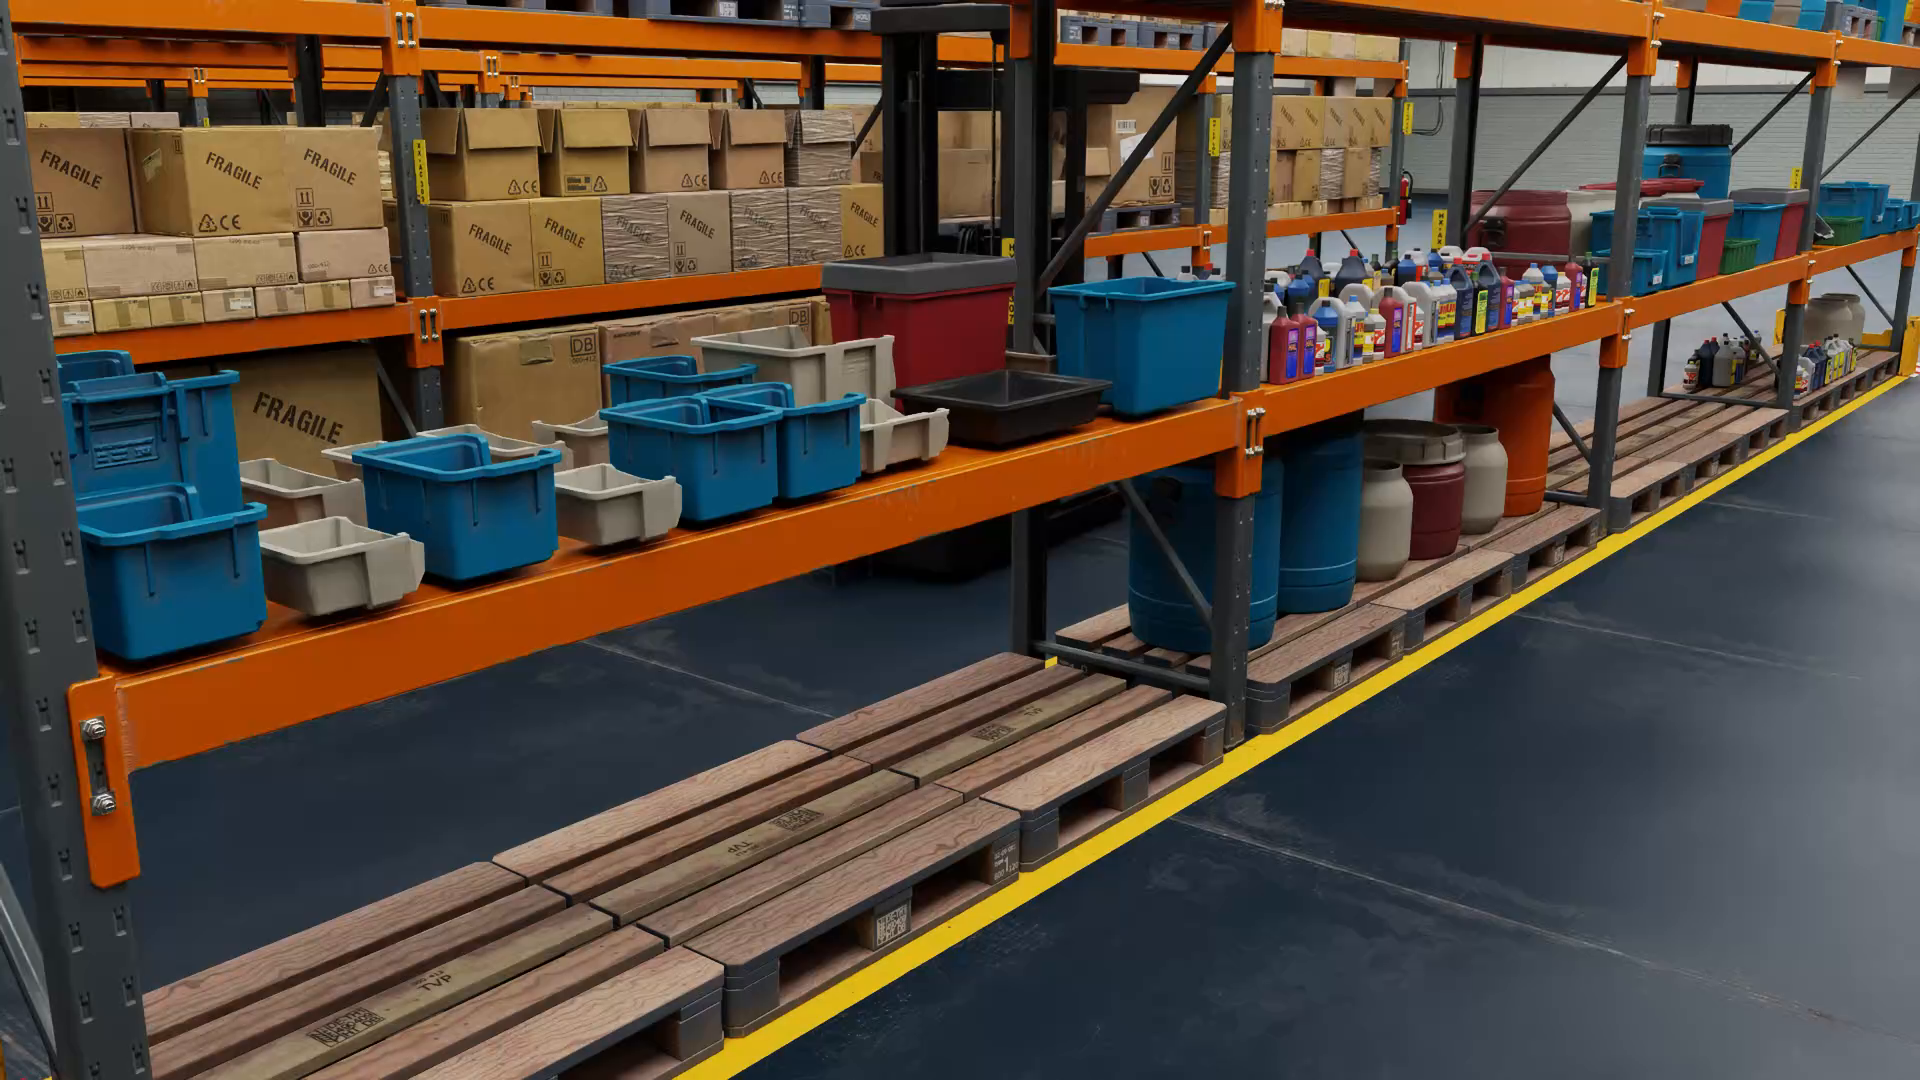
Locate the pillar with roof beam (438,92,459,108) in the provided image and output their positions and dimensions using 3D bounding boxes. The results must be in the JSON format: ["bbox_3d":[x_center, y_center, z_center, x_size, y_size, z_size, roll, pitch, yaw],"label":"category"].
[{"bbox_3d":[-5.044,-8.381,23.839,9.100,9.000,0.400,11,18,38],"label":"pillar with roof beam"}]

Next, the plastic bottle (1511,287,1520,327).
[{"bbox_3d":[2.559,-1.101,7.767,0.097,0.201,0.097,0,14,0],"label":"plastic bottle"}]

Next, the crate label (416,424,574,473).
[{"bbox_3d":[-1.165,-0.198,4.224,0.396,0.136,0.243,11,18,38],"label":"crate label"}]

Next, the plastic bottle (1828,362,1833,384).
[{"bbox_3d":[6.800,-1.334,13.074,0.097,0.201,0.097,0,14,0],"label":"plastic bottle"}]

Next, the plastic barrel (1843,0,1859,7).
[{"bbox_3d":[6.364,-4.375,12.288,0.600,0.901,0.708,11,18,38],"label":"plastic barrel"}]

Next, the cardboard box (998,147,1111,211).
[{"bbox_3d":[0.786,-2.974,13.676,0.797,0.503,0.637,14,20,43],"label":"cardboard box"}]

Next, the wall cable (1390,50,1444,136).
[{"bbox_3d":[13.343,-13.647,50.875,3.097,2.526,0.112,11,18,38],"label":"wall cable"}]

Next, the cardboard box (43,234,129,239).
[{"bbox_3d":[-4.362,-1.362,8.094,0.500,0.250,0.500,12,18,39],"label":"cardboard box"}]

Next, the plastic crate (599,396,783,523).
[{"bbox_3d":[-0.648,-0.199,4.031,0.416,0.233,0.300,11,18,38],"label":"plastic crate"}]

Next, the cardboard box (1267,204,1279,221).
[{"bbox_3d":[2.814,-3.129,15.857,0.380,0.149,0.250,11,18,38],"label":"cardboard box"}]

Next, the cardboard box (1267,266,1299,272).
[{"bbox_3d":[3.563,-2.588,17.443,0.500,0.500,0.500,-10,17,-35],"label":"cardboard box"}]

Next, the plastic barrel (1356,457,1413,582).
[{"bbox_3d":[1.852,-0.098,7.615,0.421,0.512,0.421,0,14,0],"label":"plastic barrel"}]

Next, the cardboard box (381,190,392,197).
[{"bbox_3d":[-4.936,-2.860,13.947,0.380,0.149,0.250,11,18,37],"label":"cardboard box"}]

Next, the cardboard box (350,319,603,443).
[{"bbox_3d":[-2.838,-0.834,9.777,1.225,0.875,0.875,11,18,38],"label":"cardboard box"}]

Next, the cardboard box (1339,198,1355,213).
[{"bbox_3d":[3.855,-3.476,17.222,0.380,0.149,0.250,11,18,38],"label":"cardboard box"}]

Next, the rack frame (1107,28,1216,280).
[{"bbox_3d":[1.803,-3.067,15.103,1.000,3.000,0.127,11,18,38],"label":"rack frame"}]

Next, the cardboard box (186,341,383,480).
[{"bbox_3d":[-3.702,-0.595,8.833,0.875,0.875,0.875,11,18,38],"label":"cardboard box"}]

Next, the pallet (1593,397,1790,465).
[{"bbox_3d":[5.192,-0.792,11.814,1.003,0.211,1.213,11,18,38],"label":"pallet"}]

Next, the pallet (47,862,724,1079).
[{"bbox_3d":[-1.338,1.197,3.981,1.003,0.211,1.213,11,18,38],"label":"pallet"}]

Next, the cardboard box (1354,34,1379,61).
[{"bbox_3d":[3.900,-4.986,16.871,0.500,0.250,0.500,11,18,38],"label":"cardboard box"}]

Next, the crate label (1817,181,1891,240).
[{"bbox_3d":[7.223,-2.689,13.545,0.502,0.435,0.616,11,18,38],"label":"crate label"}]

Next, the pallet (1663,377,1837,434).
[{"bbox_3d":[6.110,-1.071,12.910,1.003,0.211,1.213,11,18,38],"label":"pallet"}]

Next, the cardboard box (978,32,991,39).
[{"bbox_3d":[0.106,-3.831,12.323,0.500,0.250,0.500,12,18,39],"label":"cardboard box"}]

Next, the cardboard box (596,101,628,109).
[{"bbox_3d":[-4.785,-5.515,21.901,0.700,0.500,0.500,11,18,36],"label":"cardboard box"}]

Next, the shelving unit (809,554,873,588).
[{"bbox_3d":[-0.615,-0.311,8.191,0.252,1.050,0.215,-17,22,-41],"label":"shelving unit"}]

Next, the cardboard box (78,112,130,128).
[{"bbox_3d":[-8.856,-4.128,17.048,0.500,0.500,0.500,12,18,39],"label":"cardboard box"}]

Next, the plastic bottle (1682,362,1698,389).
[{"bbox_3d":[5.641,-1.275,12.840,0.097,0.201,0.097,0,14,0],"label":"plastic bottle"}]

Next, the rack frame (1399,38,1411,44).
[{"bbox_3d":[4.317,-6.741,17.380,1.000,3.000,0.127,11,18,38],"label":"rack frame"}]

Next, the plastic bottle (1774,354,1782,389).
[{"bbox_3d":[6.374,-1.342,12.802,0.144,0.351,0.185,11,18,38],"label":"plastic bottle"}]

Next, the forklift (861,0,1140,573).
[{"bbox_3d":[0.307,-1.567,9.337,1.130,2.935,3.031,9,17,30],"label":"forklift"}]

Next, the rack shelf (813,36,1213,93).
[{"bbox_3d":[0.546,-3.789,13.315,1.077,0.370,4.000,11,18,38],"label":"rack shelf"}]

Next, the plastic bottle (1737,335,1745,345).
[{"bbox_3d":[6.509,-1.574,13.873,0.097,0.271,0.097,0,14,0],"label":"plastic bottle"}]

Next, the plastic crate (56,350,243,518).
[{"bbox_3d":[-1.821,-0.142,3.394,0.616,0.435,0.499,11,18,38],"label":"plastic crate"}]

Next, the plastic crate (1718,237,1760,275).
[{"bbox_3d":[4.781,-1.820,10.627,0.450,0.188,0.662,11,18,38],"label":"plastic crate"}]

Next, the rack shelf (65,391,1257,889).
[{"bbox_3d":[-0.629,-0.037,4.636,1.077,0.370,4.000,11,18,38],"label":"rack shelf"}]

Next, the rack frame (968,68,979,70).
[{"bbox_3d":[0.523,-4.620,21.216,1.000,3.000,0.127,11,18,38],"label":"rack frame"}]

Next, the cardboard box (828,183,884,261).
[{"bbox_3d":[-0.828,-2.216,11.553,0.500,0.500,0.500,12,19,39],"label":"cardboard box"}]

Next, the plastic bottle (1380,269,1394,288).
[{"bbox_3d":[2.149,-1.273,8.446,0.097,0.201,0.097,0,14,0],"label":"plastic bottle"}]

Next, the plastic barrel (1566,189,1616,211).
[{"bbox_3d":[3.887,-1.899,10.280,0.421,0.512,0.421,0,14,0],"label":"plastic barrel"}]

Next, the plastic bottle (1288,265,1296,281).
[{"bbox_3d":[1.511,-1.125,7.698,0.061,0.283,0.133,11,18,38],"label":"plastic bottle"}]

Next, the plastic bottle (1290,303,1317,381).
[{"bbox_3d":[1.274,-0.742,6.187,0.061,0.283,0.133,11,18,38],"label":"plastic bottle"}]

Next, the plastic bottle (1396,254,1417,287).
[{"bbox_3d":[2.281,-1.323,8.501,0.097,0.271,0.097,0,14,0],"label":"plastic bottle"}]

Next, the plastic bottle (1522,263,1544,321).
[{"bbox_3d":[2.743,-1.190,7.978,0.097,0.271,0.097,0,14,0],"label":"plastic bottle"}]

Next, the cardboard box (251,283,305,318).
[{"bbox_3d":[-3.485,-1.205,8.286,0.380,0.149,0.250,11,18,37],"label":"cardboard box"}]

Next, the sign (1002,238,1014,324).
[{"bbox_3d":[0.201,-0.988,6.358,0.100,0.325,0.005,11,18,38],"label":"sign"}]

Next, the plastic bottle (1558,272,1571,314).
[{"bbox_3d":[2.987,-1.231,8.280,0.097,0.201,0.097,0,14,0],"label":"plastic bottle"}]

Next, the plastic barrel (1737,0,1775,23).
[{"bbox_3d":[4.683,-3.616,10.153,0.600,0.901,0.708,11,18,38],"label":"plastic barrel"}]

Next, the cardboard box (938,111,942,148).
[{"bbox_3d":[-0.704,-4.823,19.520,0.875,0.550,0.500,11,18,38],"label":"cardboard box"}]

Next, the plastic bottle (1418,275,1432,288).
[{"bbox_3d":[2.047,-1.035,7.366,0.097,0.271,0.097,0,14,0],"label":"plastic bottle"}]

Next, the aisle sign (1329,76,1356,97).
[{"bbox_3d":[4.123,-5.151,18.028,0.394,0.787,0.004,11,18,38],"label":"aisle sign"}]

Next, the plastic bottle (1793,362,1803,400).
[{"bbox_3d":[6.197,-1.184,12.341,0.097,0.271,0.097,0,14,0],"label":"plastic bottle"}]

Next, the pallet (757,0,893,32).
[{"bbox_3d":[-1.074,-3.532,11.224,1.213,0.211,1.003,12,19,40],"label":"pallet"}]

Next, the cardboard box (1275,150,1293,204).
[{"bbox_3d":[2.712,-3.538,16.150,0.875,0.500,0.500,11,18,38],"label":"cardboard box"}]

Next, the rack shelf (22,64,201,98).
[{"bbox_3d":[-9.676,-4.557,16.336,1.077,0.370,4.000,11,18,38],"label":"rack shelf"}]

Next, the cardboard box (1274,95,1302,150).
[{"bbox_3d":[2.912,-3.983,15.870,0.500,0.500,0.500,11,18,38],"label":"cardboard box"}]
